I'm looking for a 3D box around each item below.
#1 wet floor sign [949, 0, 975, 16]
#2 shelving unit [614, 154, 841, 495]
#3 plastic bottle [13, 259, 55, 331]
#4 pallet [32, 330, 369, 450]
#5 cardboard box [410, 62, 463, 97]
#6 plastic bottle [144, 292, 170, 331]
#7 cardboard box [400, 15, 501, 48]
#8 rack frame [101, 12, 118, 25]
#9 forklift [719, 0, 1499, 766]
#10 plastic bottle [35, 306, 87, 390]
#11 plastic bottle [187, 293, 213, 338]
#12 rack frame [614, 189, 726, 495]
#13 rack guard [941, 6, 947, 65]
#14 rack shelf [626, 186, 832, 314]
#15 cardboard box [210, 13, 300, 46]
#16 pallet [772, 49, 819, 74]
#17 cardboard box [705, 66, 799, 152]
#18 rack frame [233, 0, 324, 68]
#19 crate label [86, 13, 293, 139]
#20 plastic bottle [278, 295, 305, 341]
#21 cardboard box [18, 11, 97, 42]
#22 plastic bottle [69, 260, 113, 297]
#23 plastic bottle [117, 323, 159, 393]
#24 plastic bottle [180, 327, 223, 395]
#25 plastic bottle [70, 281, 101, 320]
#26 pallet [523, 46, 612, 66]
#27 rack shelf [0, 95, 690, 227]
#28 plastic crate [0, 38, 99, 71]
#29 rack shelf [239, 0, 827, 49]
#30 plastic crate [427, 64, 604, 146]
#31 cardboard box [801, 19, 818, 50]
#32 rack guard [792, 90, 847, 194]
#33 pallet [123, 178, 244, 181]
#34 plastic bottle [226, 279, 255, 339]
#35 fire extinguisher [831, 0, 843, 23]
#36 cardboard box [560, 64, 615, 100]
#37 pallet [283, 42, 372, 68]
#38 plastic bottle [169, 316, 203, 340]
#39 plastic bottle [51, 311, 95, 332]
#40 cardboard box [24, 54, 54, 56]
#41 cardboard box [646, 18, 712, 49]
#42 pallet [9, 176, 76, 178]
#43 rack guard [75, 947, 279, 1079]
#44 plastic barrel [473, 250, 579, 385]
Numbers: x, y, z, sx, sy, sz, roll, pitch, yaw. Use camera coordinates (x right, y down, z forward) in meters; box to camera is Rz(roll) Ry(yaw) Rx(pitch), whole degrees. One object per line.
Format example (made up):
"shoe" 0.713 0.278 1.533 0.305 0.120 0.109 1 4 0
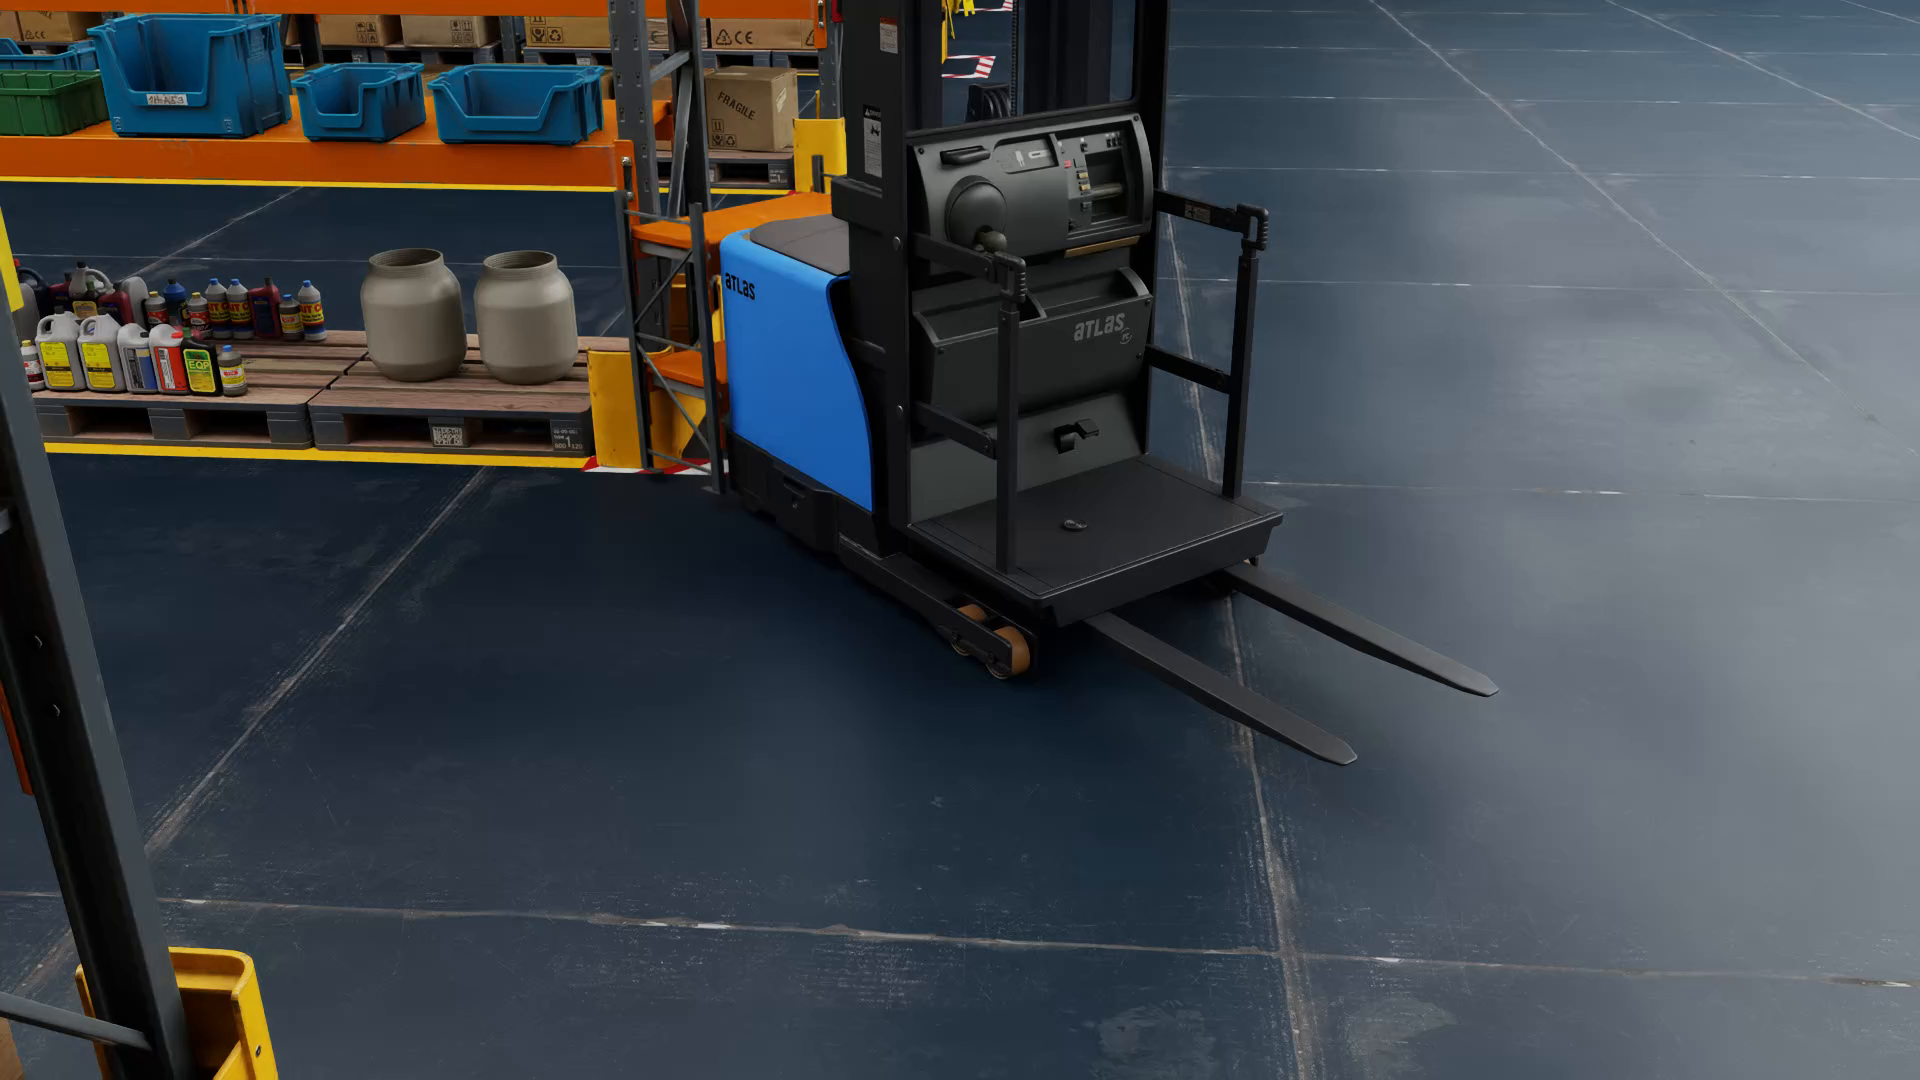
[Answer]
"wet floor sign" 0.017 -6.594 19.808 0.232 0.644 0.267 11 27 22
"shelving unit" -0.770 -0.905 6.755 0.538 1.125 1.048 18 29 40
"plastic bottle" -4.362 -1.138 7.778 0.185 0.351 0.144 1 25 1
"pallet" -3.331 -0.705 7.530 1.213 0.211 1.003 2 25 4
"cardboard box" -3.870 -3.124 11.938 0.500 0.500 0.500 10 27 21
"plastic bottle" -3.758 -1.061 7.789 0.097 0.201 0.097 0 25 0
"cardboard box" -4.983 -5.328 16.430 0.750 0.750 1.050 2 25 4
"rack frame" -8.346 -6.305 16.364 0.127 3.000 1.000 2 25 4
"forklift" 0.378 -1.121 5.179 1.130 2.935 3.031 -17 30 -33
"plastic bottle" -3.832 -0.827 7.101 0.185 0.351 0.144 2 25 4
"plastic bottle" -3.553 -1.054 7.775 0.097 0.201 0.097 0 25 0
"rack frame" -1.117 -0.758 6.413 0.500 1.125 0.032 18 29 40
"rack guard" -0.345 -4.913 16.328 0.348 0.500 1.175 2 25 4
"rack shelf" -0.777 -1.176 6.646 0.538 0.278 1.000 18 29 40
"cardboard box" -6.873 -5.390 16.565 0.750 0.750 1.050 2 25 5
"pallet" -1.172 -4.775 16.375 1.213 0.211 1.003 2 25 4
"cardboard box" -1.471 -3.067 11.815 0.500 0.500 0.500 6 25 14
"rack frame" -4.838 -4.113 11.600 0.127 3.000 1.000 2 25 4
"crate label" -3.085 -1.883 6.711 0.616 0.435 0.502 2 25 4
"plastic bottle" -3.116 -1.040 7.744 0.097 0.201 0.097 0 25 0
"cardboard box" -9.022 -5.272 16.607 0.500 0.500 0.500 2 25 4
"plastic bottle" -4.039 -1.128 7.756 0.185 0.351 0.144 2 25 4
"plastic bottle" -3.481 -0.783 7.096 0.135 0.276 0.152 1 25 3
"plastic bottle" -3.211 -0.759 7.034 0.133 0.283 0.061 2 25 5
"plastic bottle" -4.022 -1.054 7.675 0.133 0.283 0.061 2 25 4
"pallet" -3.605 -4.853 16.545 1.213 0.211 1.003 2 25 4
"rack shelf" -3.223 -1.658 7.125 4.000 0.370 1.077 2 25 4
"plastic crate" -4.093 -2.059 7.314 0.616 0.251 0.499 2 25 4
"rack shelf" -2.844 -3.722 11.611 4.000 0.370 1.077 2 25 4
"plastic crate" -1.751 -1.744 6.630 0.616 0.251 0.499 2 25 4
"cardboard box" -1.050 -5.269 16.151 0.875 0.875 0.875 2 25 4
"rack guard" -0.925 -2.852 11.850 0.348 0.500 1.175 2 25 4
"pallet" -5.614 -2.870 12.236 1.213 0.211 1.003 2 25 4
"plastic bottle" -3.354 -1.080 7.746 0.097 0.271 0.097 0 25 0
"fire extinguisher" -0.771 -3.754 10.913 0.183 0.674 0.296 2 25 4
"cardboard box" -2.692 -3.100 11.886 0.500 0.500 0.500 4 25 9
"pallet" -6.352 -4.941 16.736 1.213 0.211 1.003 2 25 4
"plastic bottle" -3.335 -0.826 7.181 0.133 0.283 0.061 2 25 4
"plastic bottle" -3.846 -0.855 7.252 0.135 0.276 0.152 2 25 4
"cardboard box" -7.037 -3.264 12.220 0.500 0.500 0.700 4 25 8
"cardboard box" -2.837 -5.326 16.276 0.875 0.875 0.875 2 25 4
"pallet" -6.834 -2.908 12.318 1.213 0.211 1.003 2 25 4
"rack guard" -1.588 1.280 2.870 0.348 0.500 1.175 2 25 4
"plastic barrel" -1.891 -0.970 7.244 0.421 0.512 0.421 0 25 0
